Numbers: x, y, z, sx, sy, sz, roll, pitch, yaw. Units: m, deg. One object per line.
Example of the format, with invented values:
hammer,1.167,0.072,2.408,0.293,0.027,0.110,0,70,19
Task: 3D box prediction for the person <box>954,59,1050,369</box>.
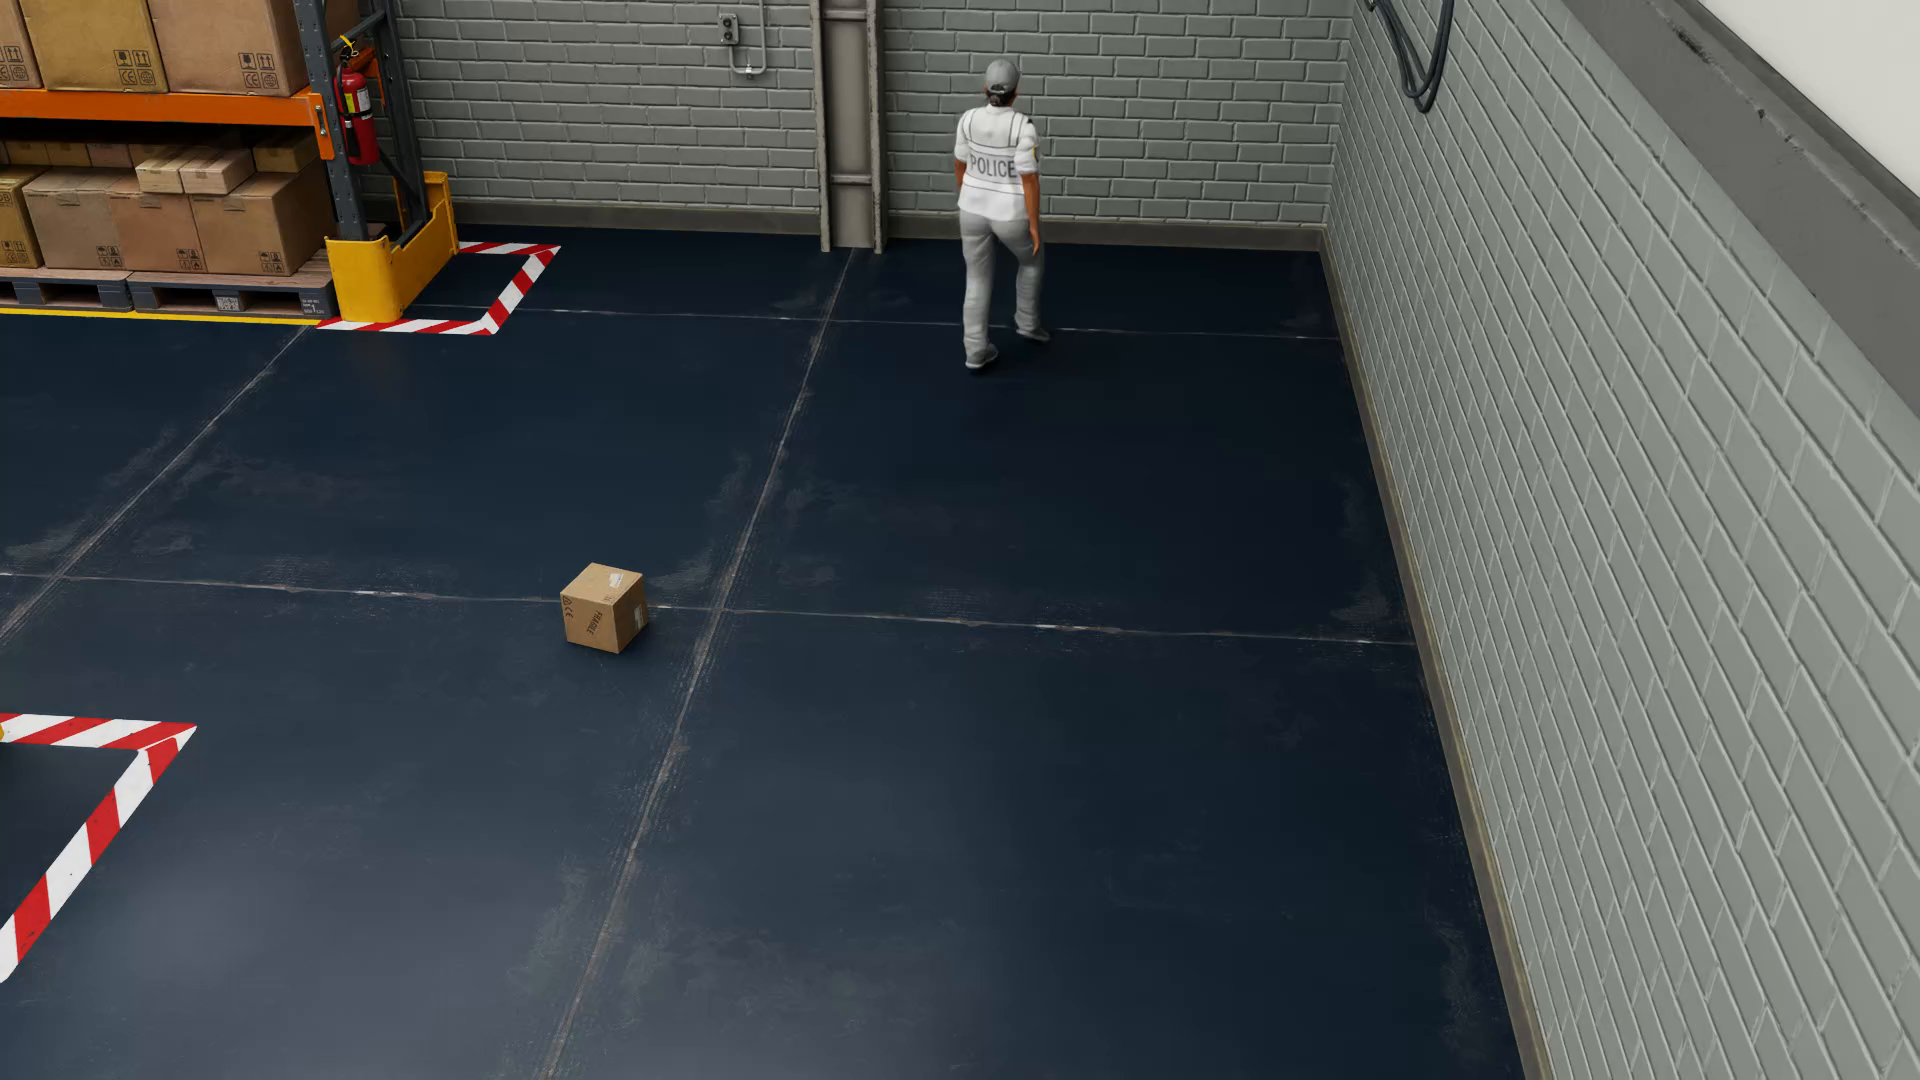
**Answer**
person,0.229,-1.745,8.937,0.523,1.711,0.709,10,33,15
